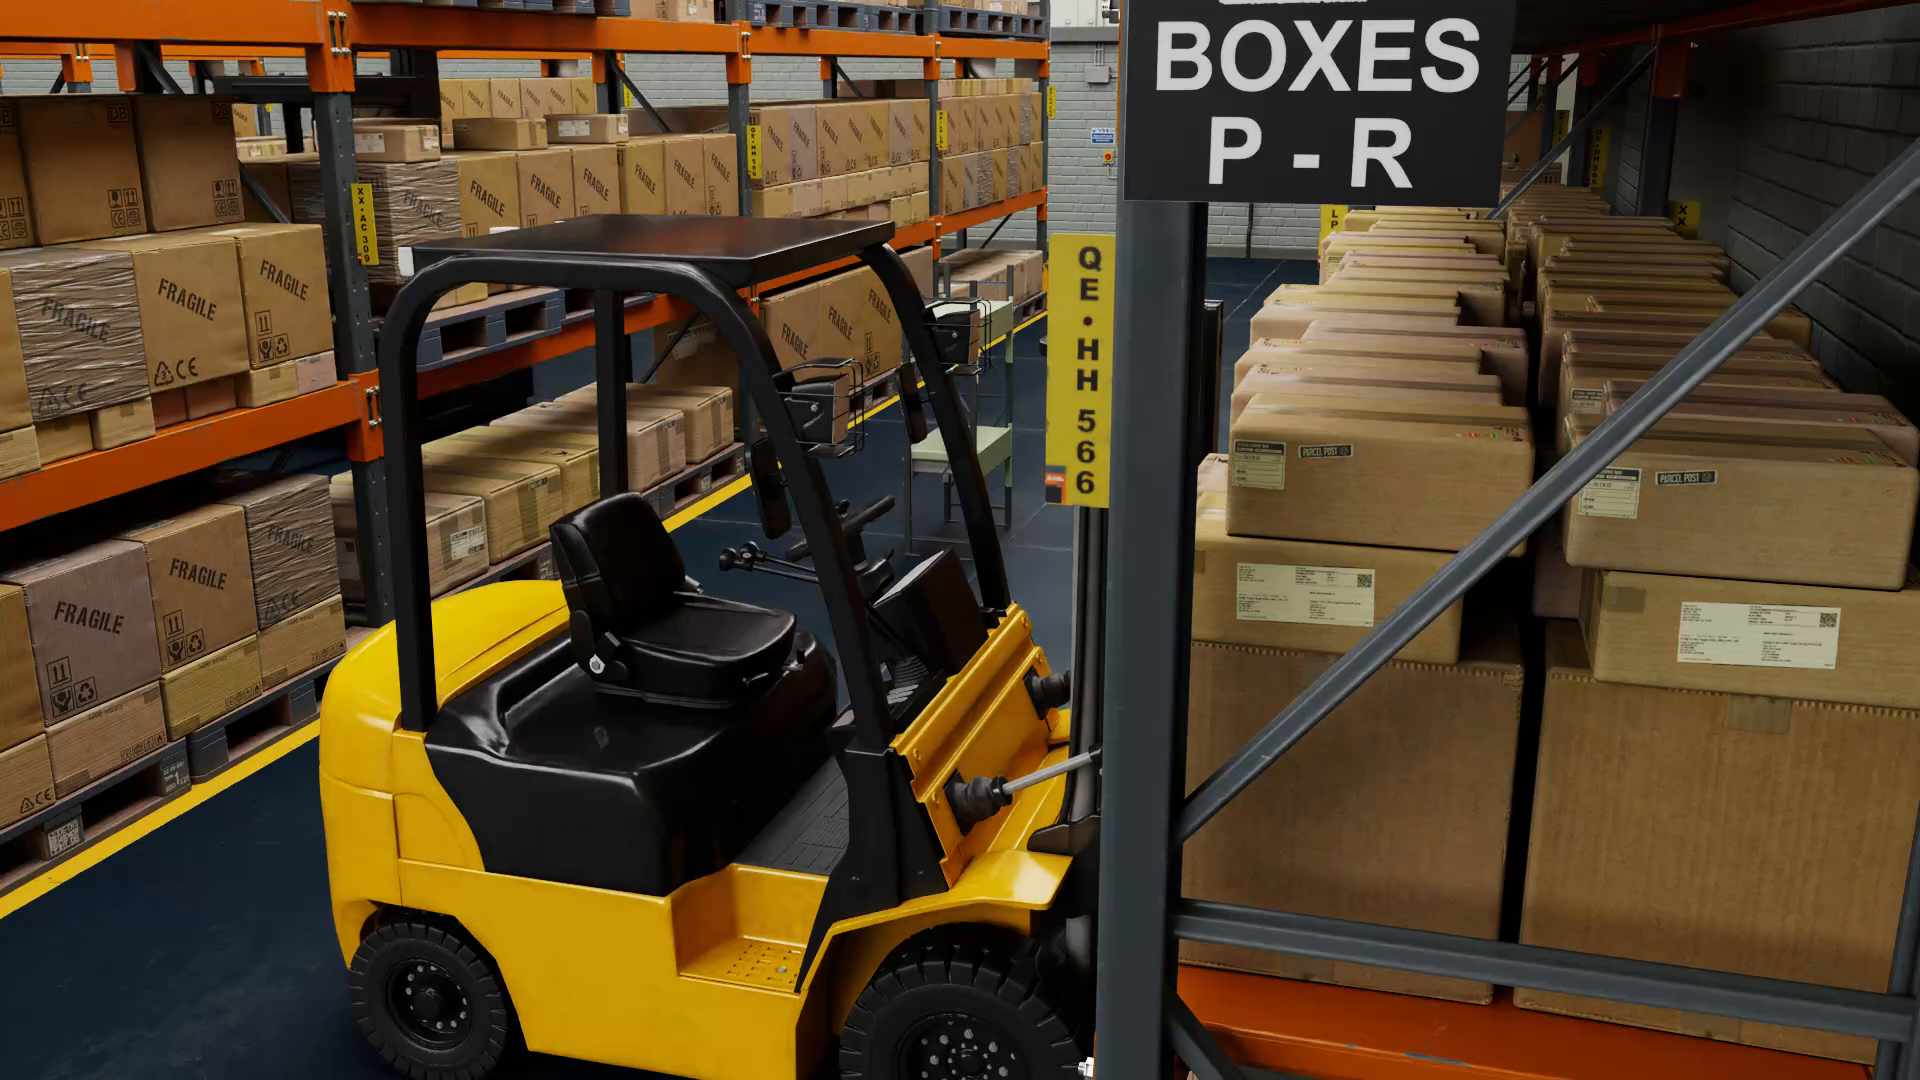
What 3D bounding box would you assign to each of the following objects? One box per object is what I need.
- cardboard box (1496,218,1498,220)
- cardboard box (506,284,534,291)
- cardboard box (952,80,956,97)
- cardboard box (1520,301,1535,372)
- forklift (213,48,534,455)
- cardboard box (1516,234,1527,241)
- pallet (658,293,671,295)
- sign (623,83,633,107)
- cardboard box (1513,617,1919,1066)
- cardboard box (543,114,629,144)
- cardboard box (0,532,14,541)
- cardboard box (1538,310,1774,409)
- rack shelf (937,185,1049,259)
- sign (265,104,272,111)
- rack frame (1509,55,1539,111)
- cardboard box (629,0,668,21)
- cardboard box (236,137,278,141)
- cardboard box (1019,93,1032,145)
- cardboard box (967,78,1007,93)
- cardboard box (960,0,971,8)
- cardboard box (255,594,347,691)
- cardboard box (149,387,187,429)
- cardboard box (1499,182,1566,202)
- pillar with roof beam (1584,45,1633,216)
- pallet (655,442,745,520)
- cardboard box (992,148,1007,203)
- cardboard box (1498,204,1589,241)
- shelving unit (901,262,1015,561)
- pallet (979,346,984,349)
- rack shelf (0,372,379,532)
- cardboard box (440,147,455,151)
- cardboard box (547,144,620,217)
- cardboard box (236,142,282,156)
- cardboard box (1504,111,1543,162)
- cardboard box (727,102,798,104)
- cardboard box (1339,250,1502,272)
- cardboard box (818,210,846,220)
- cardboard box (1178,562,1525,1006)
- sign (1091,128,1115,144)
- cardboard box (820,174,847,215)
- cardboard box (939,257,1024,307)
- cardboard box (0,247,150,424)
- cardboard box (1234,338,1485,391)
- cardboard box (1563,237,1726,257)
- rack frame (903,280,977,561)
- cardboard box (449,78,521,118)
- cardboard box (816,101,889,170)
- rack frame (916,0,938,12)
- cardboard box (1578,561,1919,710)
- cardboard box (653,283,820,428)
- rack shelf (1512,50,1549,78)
[{"bbox_3d":[2.937,-1.470,8.372,0.500,0.250,0.500,5,17,16],"label":"cardboard box"},{"bbox_3d":[-2.295,-1.322,8.183,0.380,0.149,0.250,5,17,17],"label":"cardboard box"},{"bbox_3d":[-0.253,-4.047,14.895,0.380,0.149,0.250,4,16,15],"label":"cardboard box"},{"bbox_3d":[1.643,-0.518,4.288,0.380,0.149,0.250,5,17,18],"label":"cardboard box"},{"bbox_3d":[-4.307,-2.149,11.536,1.130,2.935,3.031,5,17,18],"label":"forklift"},{"bbox_3d":[2.238,-1.029,6.089,0.380,0.149,0.250,4,16,14],"label":"cardboard box"},{"bbox_3d":[-1.918,-1.671,10.075,1.213,0.211,1.003,5,16,16],"label":"pallet"},{"bbox_3d":[-3.793,-5.069,19.004,0.100,0.325,0.005,5,16,16],"label":"sign"},{"bbox_3d":[1.076,0.363,2.370,0.500,0.500,0.500,5,17,18],"label":"cardboard box"},{"bbox_3d":[-2.012,-2.213,8.950,0.380,0.149,0.250,4,16,13],"label":"cardboard box"},{"bbox_3d":[-3.671,0.258,5.817,0.500,0.500,0.500,6,17,19],"label":"cardboard box"},{"bbox_3d":[1.273,-0.326,3.065,0.380,0.149,0.250,5,17,18],"label":"cardboard box"},{"bbox_3d":[-0.113,-3.182,16.368,1.077,0.370,4.000,5,16,16],"label":"rack shelf"},{"bbox_3d":[-8.530,-5.445,20.473,0.100,0.325,0.005,5,16,16],"label":"sign"},{"bbox_3d":[5.216,-3.667,16.761,1.000,3.000,0.127,5,16,16],"label":"rack frame"},{"bbox_3d":[-2.097,-3.202,9.441,0.700,0.500,0.500,5,16,16],"label":"cardboard box"},{"bbox_3d":[-6.231,-3.457,14.619,0.380,0.149,0.250,4,16,15],"label":"cardboard box"},{"bbox_3d":[0.426,-4.297,16.965,0.500,0.500,0.500,5,16,16],"label":"cardboard box"},{"bbox_3d":[0.251,-4.515,16.546,0.380,0.149,0.250,4,16,15],"label":"cardboard box"},{"bbox_3d":[-0.329,-5.103,15.184,0.797,0.503,0.637,6,17,20],"label":"cardboard box"},{"bbox_3d":[-2.865,0.385,6.745,0.500,0.250,0.500,5,17,18],"label":"cardboard box"},{"bbox_3d":[-3.051,-0.491,6.024,0.380,0.149,0.250,4,16,15],"label":"cardboard box"},{"bbox_3d":[3.044,-1.834,8.925,0.380,0.149,0.250,5,17,18],"label":"cardboard box"},{"bbox_3d":[1.013,-5.953,13.826,9.100,9.000,0.400,5,16,16],"label":"pillar with roof beam"},{"bbox_3d":[-2.041,-0.412,10.396,1.003,0.211,1.213,5,16,16],"label":"pallet"},{"bbox_3d":[0.144,-3.551,16.168,0.500,0.500,0.500,5,17,18],"label":"cardboard box"},{"bbox_3d":[2.626,-1.430,7.503,0.380,0.149,0.250,5,17,17],"label":"cardboard box"},{"bbox_3d":[-0.002,-0.720,9.119,0.431,1.500,0.755,5,16,16],"label":"shelving unit"},{"bbox_3d":[-0.390,-1.856,15.486,1.003,0.211,1.213,5,16,16],"label":"pallet"},{"bbox_3d":[-3.523,-0.042,5.300,1.077,0.370,4.000,5,16,16],"label":"rack shelf"},{"bbox_3d":[-2.751,-1.708,8.356,0.500,0.500,0.500,5,17,18],"label":"cardboard box"},{"bbox_3d":[-2.115,-1.800,8.680,0.500,0.500,0.500,4,16,14],"label":"cardboard box"},{"bbox_3d":[-5.829,-3.198,13.707,0.380,0.149,0.250,4,16,15],"label":"cardboard box"},{"bbox_3d":[4.757,-3.421,14.250,0.500,0.500,0.500,4,16,14],"label":"cardboard box"},{"bbox_3d":[-1.486,-3.039,12.531,0.500,0.500,0.500,4,16,15],"label":"cardboard box"},{"bbox_3d":[1.140,-0.627,4.127,0.380,0.149,0.250,5,16,16],"label":"cardboard box"},{"bbox_3d":[-1.154,-2.267,12.100,0.500,0.250,0.500,5,17,18],"label":"cardboard box"},{"bbox_3d":[0.557,0.322,2.515,0.500,0.500,0.500,4,16,15],"label":"cardboard box"},{"bbox_3d":[2.007,-5.678,23.355,0.327,0.218,0.001,5,16,16],"label":"sign"},{"bbox_3d":[-1.136,-2.504,12.021,0.500,0.250,0.500,5,16,16],"label":"cardboard box"},{"bbox_3d":[0.112,-2.600,16.925,0.875,0.438,0.875,5,17,17],"label":"cardboard box"},{"bbox_3d":[-3.125,-0.696,5.558,0.500,0.500,0.500,5,17,17],"label":"cardboard box"},{"bbox_3d":[0.657,-0.232,2.733,0.380,0.149,0.250,5,17,17],"label":"cardboard box"},{"bbox_3d":[1.820,-0.721,4.457,0.380,0.149,0.250,4,16,15],"label":"cardboard box"},{"bbox_3d":[-0.106,-0.624,8.781,0.400,1.500,0.023,5,16,16],"label":"rack frame"},{"bbox_3d":[-4.788,-4.400,16.783,0.500,0.500,0.500,5,17,17],"label":"cardboard box"},{"bbox_3d":[-0.870,-3.130,12.853,0.500,0.500,0.500,5,17,18],"label":"cardboard box"},{"bbox_3d":[-0.681,-5.891,13.607,1.000,3.000,0.127,5,16,16],"label":"rack frame"},{"bbox_3d":[1.014,0.090,2.143,0.380,0.149,0.250,4,16,14],"label":"cardboard box"},{"bbox_3d":[-1.542,-1.312,11.583,0.875,0.875,0.875,4,16,15],"label":"cardboard box"},{"bbox_3d":[4.647,-4.241,14.605,1.077,0.370,4.000,5,16,16],"label":"rack shelf"}]
